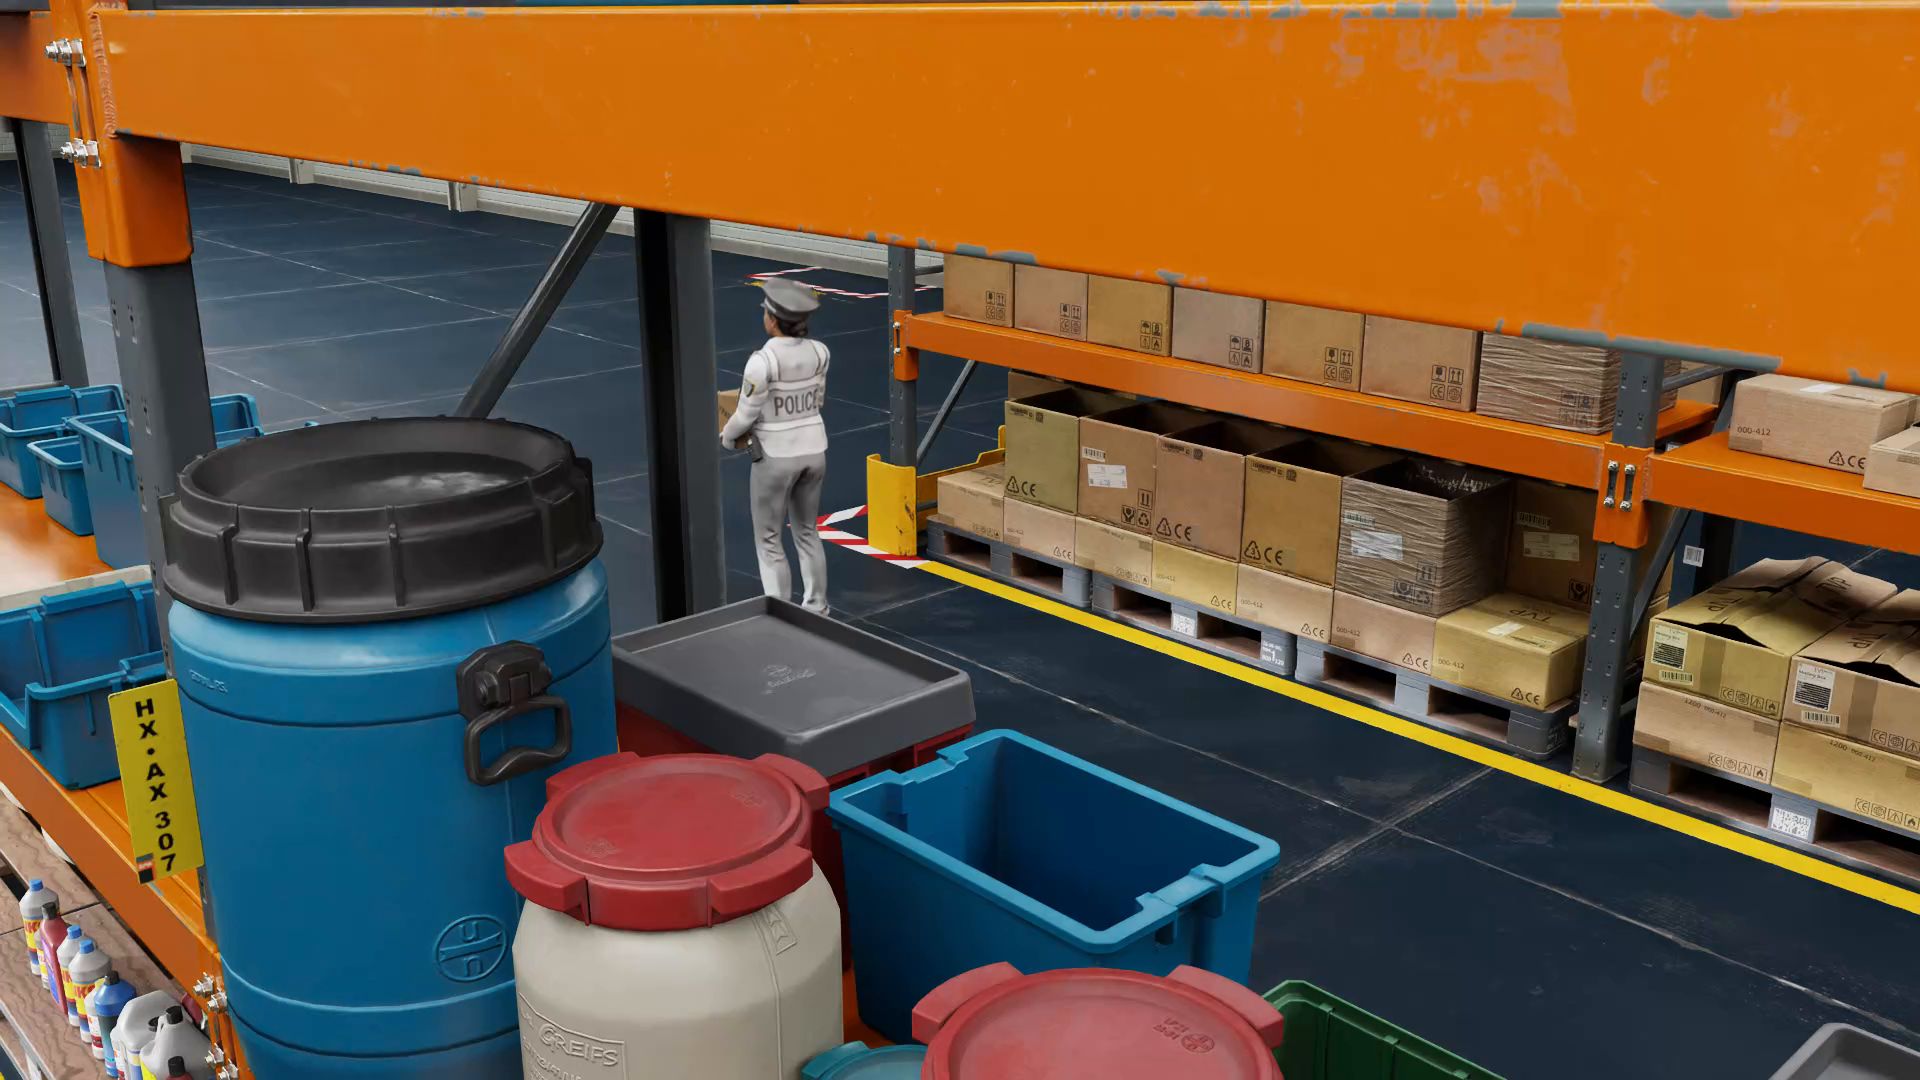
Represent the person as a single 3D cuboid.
[{"bbox_3d":[-0.850,-0.383,7.717,0.469,1.690,0.550,-16,23,-41],"label":"person"}]
